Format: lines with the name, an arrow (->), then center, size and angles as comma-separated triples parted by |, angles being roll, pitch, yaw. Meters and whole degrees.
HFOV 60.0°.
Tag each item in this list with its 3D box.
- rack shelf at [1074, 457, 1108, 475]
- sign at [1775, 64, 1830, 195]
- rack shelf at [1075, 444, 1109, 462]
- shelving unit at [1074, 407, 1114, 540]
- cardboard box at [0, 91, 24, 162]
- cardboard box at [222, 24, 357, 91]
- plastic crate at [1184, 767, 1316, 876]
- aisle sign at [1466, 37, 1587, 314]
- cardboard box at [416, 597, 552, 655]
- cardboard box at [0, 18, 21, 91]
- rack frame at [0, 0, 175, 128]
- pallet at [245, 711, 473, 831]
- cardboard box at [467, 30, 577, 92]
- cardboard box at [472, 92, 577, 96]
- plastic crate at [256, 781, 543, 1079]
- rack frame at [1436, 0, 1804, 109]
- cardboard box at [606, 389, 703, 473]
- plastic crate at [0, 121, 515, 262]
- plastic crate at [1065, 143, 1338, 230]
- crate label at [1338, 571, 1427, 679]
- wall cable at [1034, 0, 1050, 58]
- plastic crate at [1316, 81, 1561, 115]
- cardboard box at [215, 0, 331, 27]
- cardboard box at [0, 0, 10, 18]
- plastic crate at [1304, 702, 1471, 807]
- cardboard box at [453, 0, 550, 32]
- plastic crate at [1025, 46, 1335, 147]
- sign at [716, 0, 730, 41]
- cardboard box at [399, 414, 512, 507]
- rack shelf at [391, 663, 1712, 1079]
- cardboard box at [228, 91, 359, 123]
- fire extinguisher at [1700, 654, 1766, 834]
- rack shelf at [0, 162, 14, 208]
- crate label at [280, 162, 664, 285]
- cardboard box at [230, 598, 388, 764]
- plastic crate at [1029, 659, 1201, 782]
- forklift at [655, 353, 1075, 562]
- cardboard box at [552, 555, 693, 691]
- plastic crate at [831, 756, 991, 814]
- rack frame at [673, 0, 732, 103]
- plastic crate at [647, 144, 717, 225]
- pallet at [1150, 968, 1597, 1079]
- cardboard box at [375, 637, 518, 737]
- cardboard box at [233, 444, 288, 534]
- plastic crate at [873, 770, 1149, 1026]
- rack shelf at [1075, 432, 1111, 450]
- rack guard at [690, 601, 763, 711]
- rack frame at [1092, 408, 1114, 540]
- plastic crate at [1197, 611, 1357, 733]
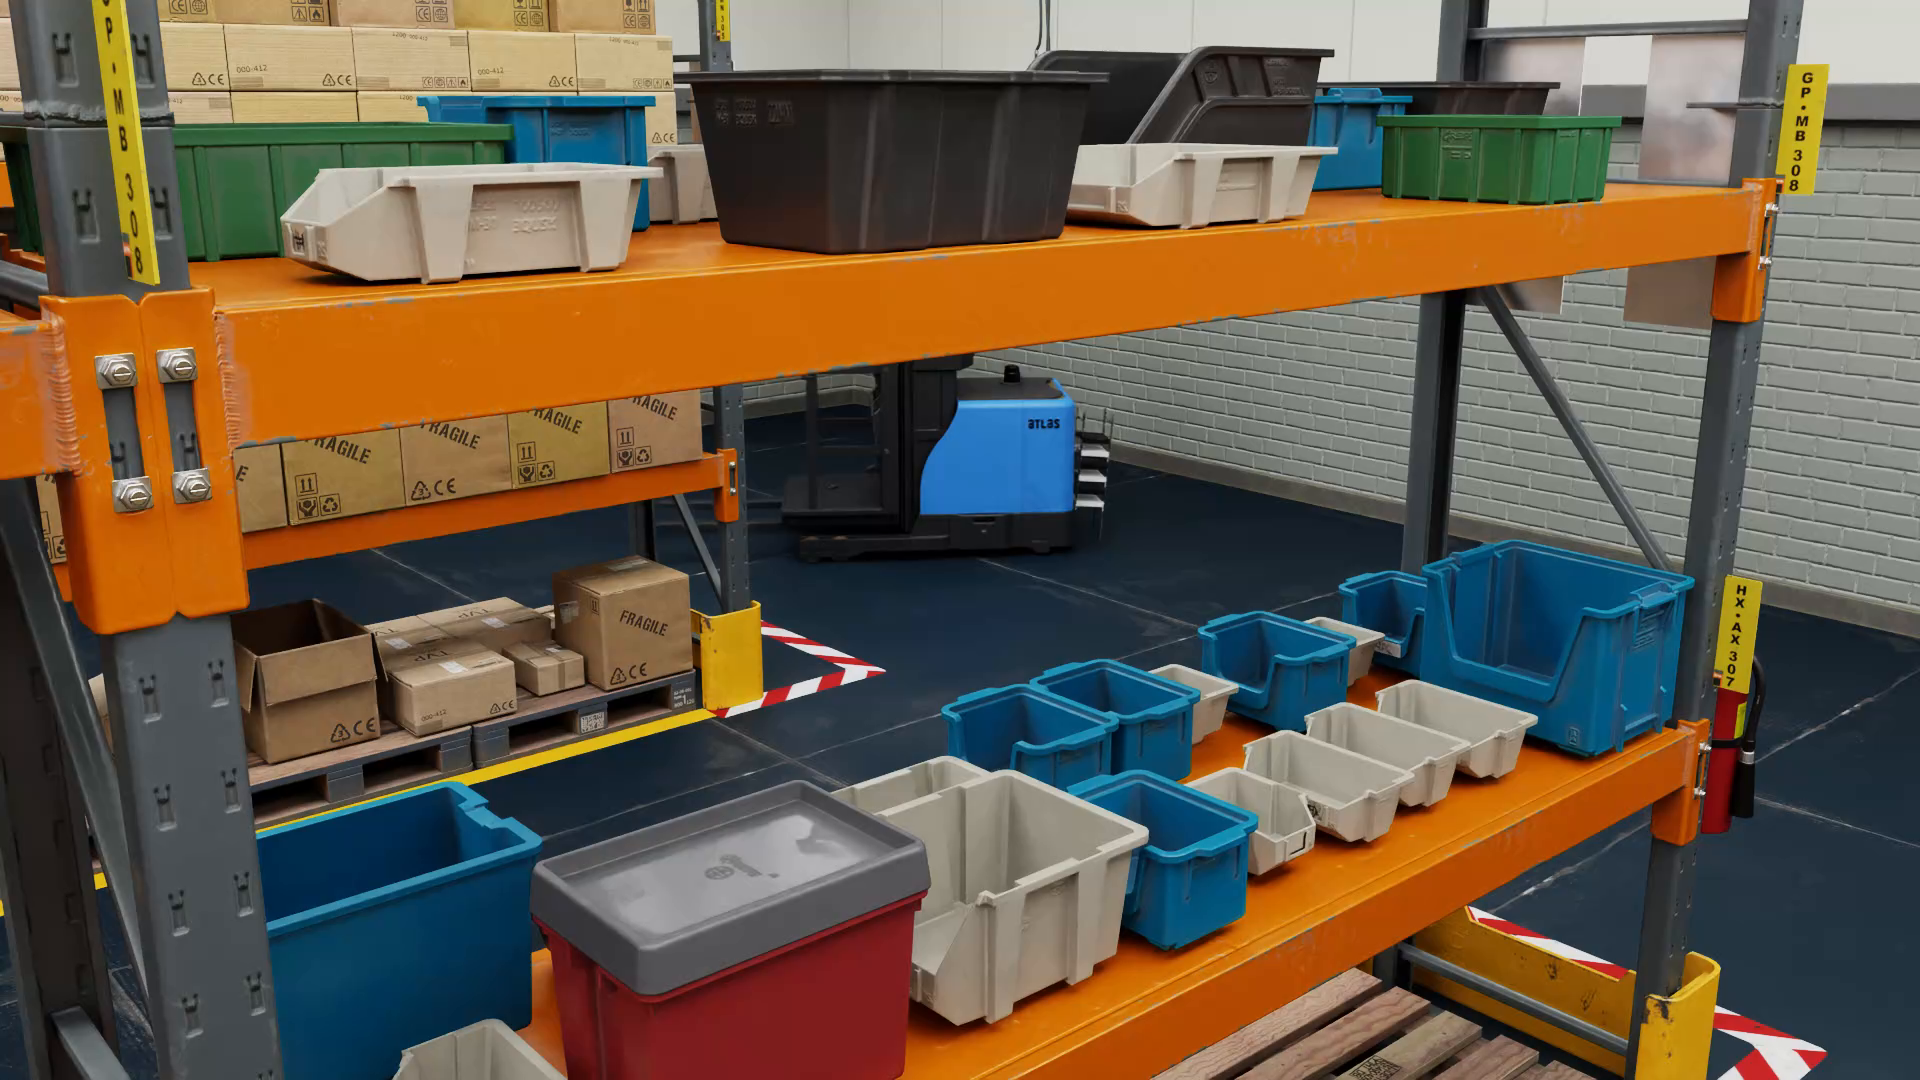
rack shelf -> 0.914, -0.527, 11.729 | 0.200, 0.077, 0.258 | 2, 14, -10
sign -> 2.166, -1.056, 4.283 | 0.005, 0.325, 0.100 | -13, 19, -39
rack shelf -> 0.922, -0.614, 11.707 | 0.200, 0.077, 0.258 | 2, 14, -10
shelving unit -> 0.910, -0.472, 11.743 | 0.210, 0.900, 0.258 | 2, 14, -10
cardboard box -> -3.564, -1.544, 6.197 | 0.500, 0.250, 0.500 | -13, 19, -39
cardboard box -> -2.806, -1.954, 6.762 | 0.500, 0.250, 0.500 | -13, 19, -39
plastic crate -> 0.663, 0.662, 3.855 | 0.250, 0.136, 0.298 | -13, 19, -39
aisle sign -> 1.652, -1.088, 4.973 | 0.004, 0.787, 0.394 | -13, 19, -39
cardboard box -> -2.430, 0.510, 8.502 | 0.500, 0.250, 0.500 | -13, 19, -39
cardboard box -> -3.568, -1.787, 6.136 | 0.500, 0.250, 0.500 | -13, 19, -39
rack frame -> -1.225, -1.983, 1.736 | 0.127, 3.000, 1.000 | -13, 19, -39
pallet -> -3.034, 0.974, 7.695 | 1.213, 0.211, 1.003 | -13, 19, -39
cardboard box -> -2.053, -2.124, 7.398 | 0.500, 0.250, 0.500 | -13, 19, -39
cardboard box -> -2.055, -1.883, 7.464 | 0.500, 0.250, 0.500 | -13, 19, -39
plastic crate -> -1.096, 0.749, 3.049 | 0.575, 0.384, 0.392 | -13, 19, -39
rack frame -> 1.793, -2.660, 4.273 | 0.127, 3.000, 1.000 | -13, 19, -39
cardboard box -> -1.615, -0.646, 8.164 | 0.500, 0.500, 0.500 | -12, 19, -38
plastic crate -> -1.104, -0.562, 2.639 | 0.662, 0.188, 0.450 | -13, 19, -39
plastic crate -> 0.397, -0.686, 3.202 | 0.530, 0.136, 0.437 | -13, 19, -39
crate label -> 1.390, 0.268, 5.144 | 0.303, 0.233, 0.416 | -13, 19, -39
wall cable -> -0.209, -3.978, 15.220 | 0.112, 2.526, 3.097 | -13, 19, -39
plastic crate -> 1.319, -1.137, 4.636 | 0.590, 0.269, 0.497 | -13, 19, -39
cardboard box -> -3.011, -2.377, 6.893 | 0.500, 0.500, 0.700 | -13, 19, -39
cardboard box -> -3.661, -2.177, 6.143 | 0.500, 0.500, 0.700 | -13, 19, -39
plastic crate -> 1.068, 0.556, 4.251 | 0.243, 0.136, 0.396 | -13, 19, -39
cardboard box -> -2.265, -2.549, 7.537 | 0.500, 0.500, 0.700 | -13, 19, -39
plastic crate -> 0.460, -0.976, 3.899 | 0.767, 0.338, 0.504 | -13, 19, -39
sign -> -1.107, -2.493, 7.741 | 0.005, 0.325, 0.100 | -13, 19, -39
cardboard box -> -2.384, -0.474, 7.520 | 0.500, 0.500, 0.500 | -12, 19, -39
rack shelf -> 0.284, 0.924, 3.871 | 4.000, 0.370, 1.077 | -13, 19, -39
cardboard box -> -2.811, -1.714, 6.833 | 0.500, 0.250, 0.500 | -13, 19, -39
fire extinguisher -> 2.205, 0.518, 4.869 | 0.183, 0.674, 0.296 | -13, 19, -39
rack shelf -> -2.965, -1.490, 7.097 | 4.000, 0.370, 1.077 | -13, 19, -39
crate label -> -0.666, -0.433, 2.257 | 0.466, 0.136, 0.293 | -13, 19, -39
cardboard box -> -3.060, 0.625, 7.583 | 0.637, 0.503, 0.797 | -13, 19, -39
plastic crate -> 0.397, 0.491, 4.309 | 0.300, 0.233, 0.416 | -13, 19, -39
forklift -> -0.753, -1.411, 11.354 | 3.031, 2.935, 1.130 | -1, 15, -4
cardboard box -> -1.704, 0.408, 8.401 | 0.500, 0.500, 0.500 | -13, 19, -39
plastic crate -> -0.108, 0.660, 3.860 | 0.466, 0.136, 0.293 | -13, 19, -39
rack frame -> -1.456, -3.625, 7.885 | 0.127, 3.000, 1.000 | -13, 19, -39
plastic crate -> -0.515, -0.696, 3.241 | 0.466, 0.136, 0.293 | -13, 19, -39
pallet -> 1.145, 1.717, 4.912 | 1.213, 0.211, 1.003 | -13, 19, -39
cardboard box -> -2.441, 0.684, 7.852 | 0.500, 0.250, 0.500 | -13, 19, -39
cardboard box -> -3.147, -0.303, 6.877 | 0.500, 0.500, 0.500 | -13, 20, -40
plastic crate -> 0.048, 0.721, 3.352 | 0.530, 0.282, 0.437 | -13, 19, -39
rack shelf -> 0.930, -0.700, 11.685 | 0.200, 0.077, 0.258 | 2, 14, -10
rack guard -> -1.513, 0.493, 8.934 | 0.348, 0.500, 1.175 | -13, 19, -39
rack frame -> 1.010, -0.468, 11.760 | 0.006, 0.900, 0.240 | 2, 14, -10
plastic crate -> 0.894, 0.379, 4.727 | 0.300, 0.233, 0.416 | -13, 19, -39
